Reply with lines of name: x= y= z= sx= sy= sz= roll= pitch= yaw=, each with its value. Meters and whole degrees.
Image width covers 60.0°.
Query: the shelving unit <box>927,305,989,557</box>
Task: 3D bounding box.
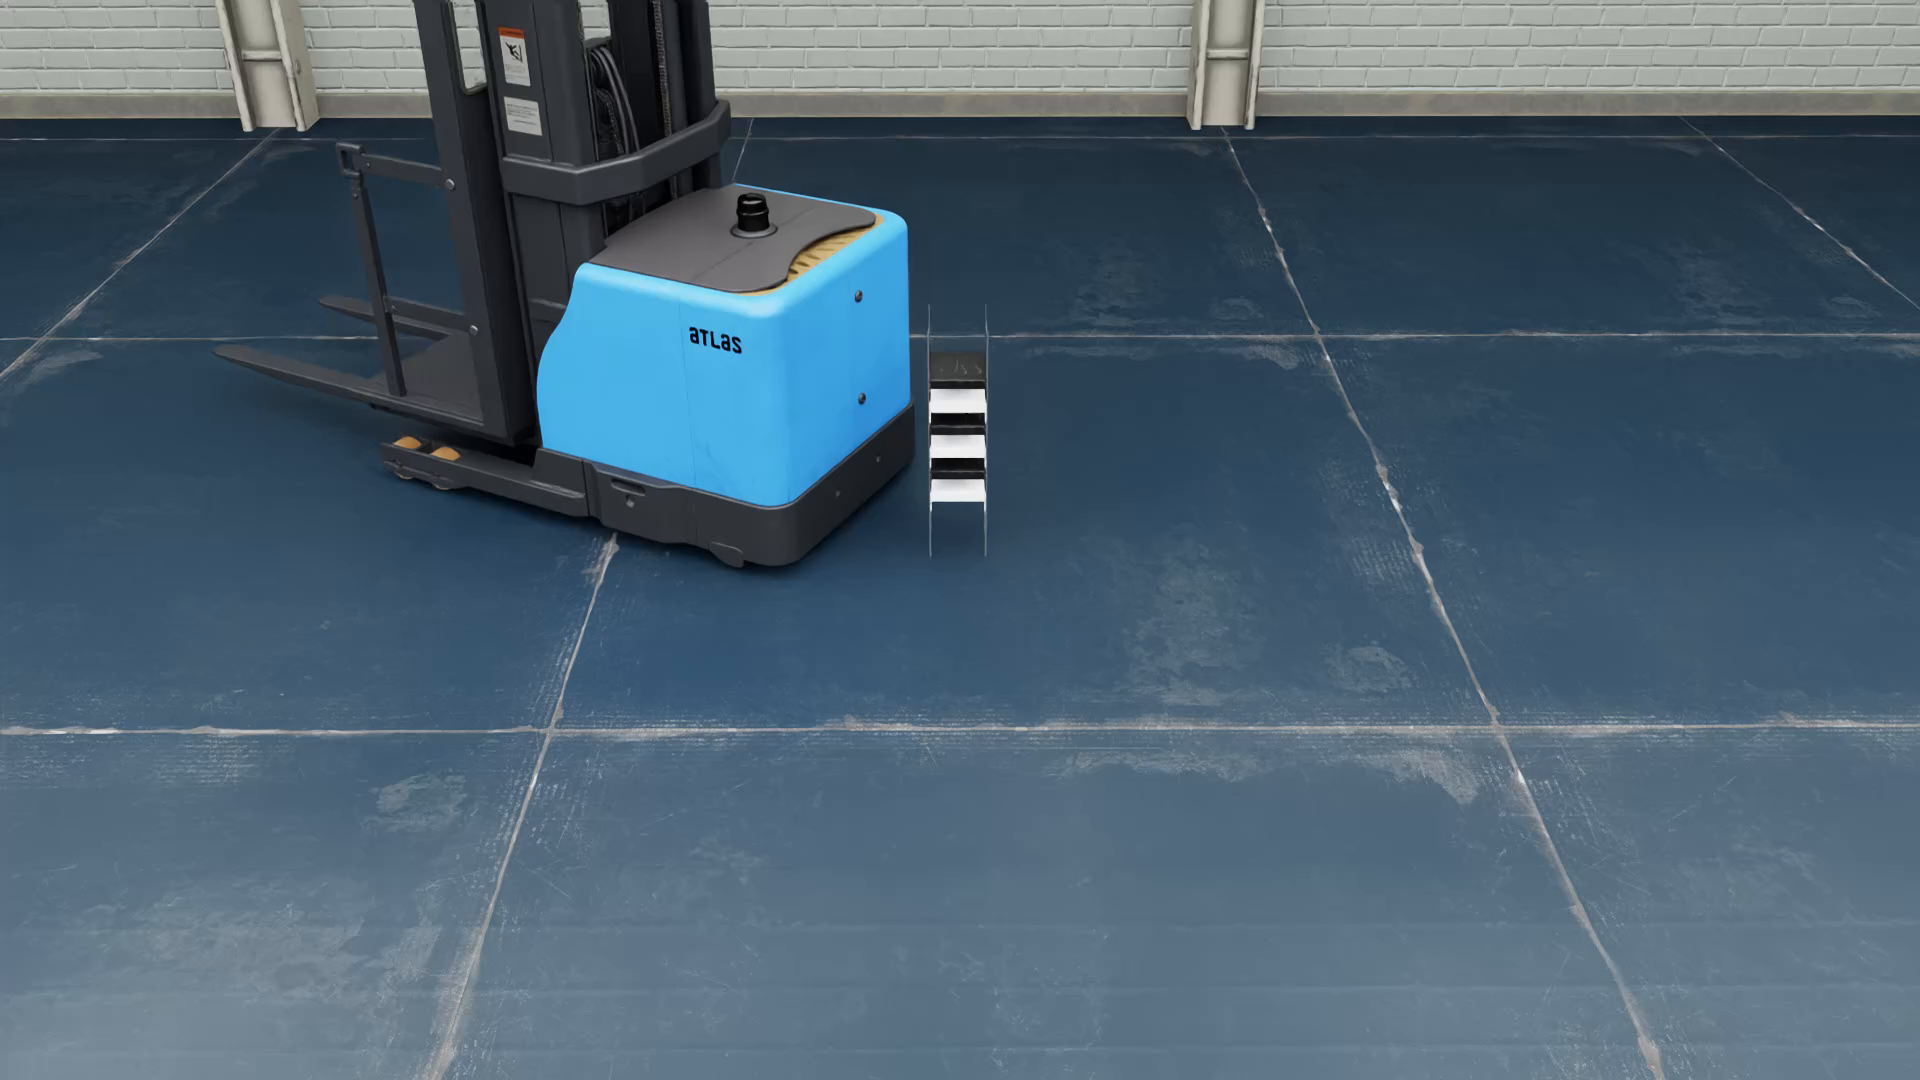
shelving unit: x=-0.008 y=-0.385 z=6.017 sx=0.210 sy=0.900 sz=0.258 roll=0 pitch=31 yaw=0

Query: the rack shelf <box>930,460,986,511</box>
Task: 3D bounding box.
rack shelf: x=-0.008 y=-0.202 z=6.127 sx=0.200 sy=0.077 sz=0.258 roll=0 pitch=31 yaw=0

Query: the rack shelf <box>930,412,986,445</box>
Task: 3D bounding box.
rack shelf: x=-0.008 y=-0.433 z=5.987 sx=0.200 sy=0.077 sz=0.258 roll=0 pitch=31 yaw=0

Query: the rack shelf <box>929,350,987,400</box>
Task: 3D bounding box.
rack shelf: x=-0.008 y=-0.587 z=5.894 sx=0.200 sy=0.077 sz=0.258 roll=0 pitch=31 yaw=0

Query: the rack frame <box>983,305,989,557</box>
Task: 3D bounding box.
rack frame: x=0.094 y=-0.385 z=6.017 sx=0.006 sy=0.900 sz=0.240 roll=0 pitch=31 yaw=0

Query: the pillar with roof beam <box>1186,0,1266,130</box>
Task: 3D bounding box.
pillar with roof beam: x=1.692 y=-4.297 z=4.657 sx=0.400 sy=9.000 sz=9.100 roll=0 pitch=31 yaw=0

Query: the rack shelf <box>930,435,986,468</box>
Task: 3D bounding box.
rack shelf: x=-0.008 y=-0.356 z=6.034 sx=0.200 sy=0.077 sz=0.258 roll=0 pitch=31 yaw=0

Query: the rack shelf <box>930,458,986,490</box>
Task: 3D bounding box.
rack shelf: x=-0.008 y=-0.279 z=6.081 sx=0.200 sy=0.077 sz=0.258 roll=0 pitch=31 yaw=0

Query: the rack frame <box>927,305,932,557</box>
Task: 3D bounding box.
rack frame: x=-0.110 y=-0.384 z=6.016 sx=0.006 sy=0.900 sz=0.240 roll=0 pitch=31 yaw=0

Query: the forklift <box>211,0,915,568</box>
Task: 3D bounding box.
forklift: x=-1.731 y=-1.677 z=6.189 sx=3.031 sy=2.935 sz=1.130 roll=15 pitch=34 yaw=23

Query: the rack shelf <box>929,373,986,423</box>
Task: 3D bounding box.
rack shelf: x=-0.008 y=-0.510 z=5.940 sx=0.200 sy=0.077 sz=0.258 roll=0 pitch=31 yaw=0

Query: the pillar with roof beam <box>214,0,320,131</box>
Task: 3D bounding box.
pillar with roof beam: x=-4.308 y=-4.278 z=4.626 sx=0.400 sy=9.000 sz=9.100 roll=0 pitch=31 yaw=0
